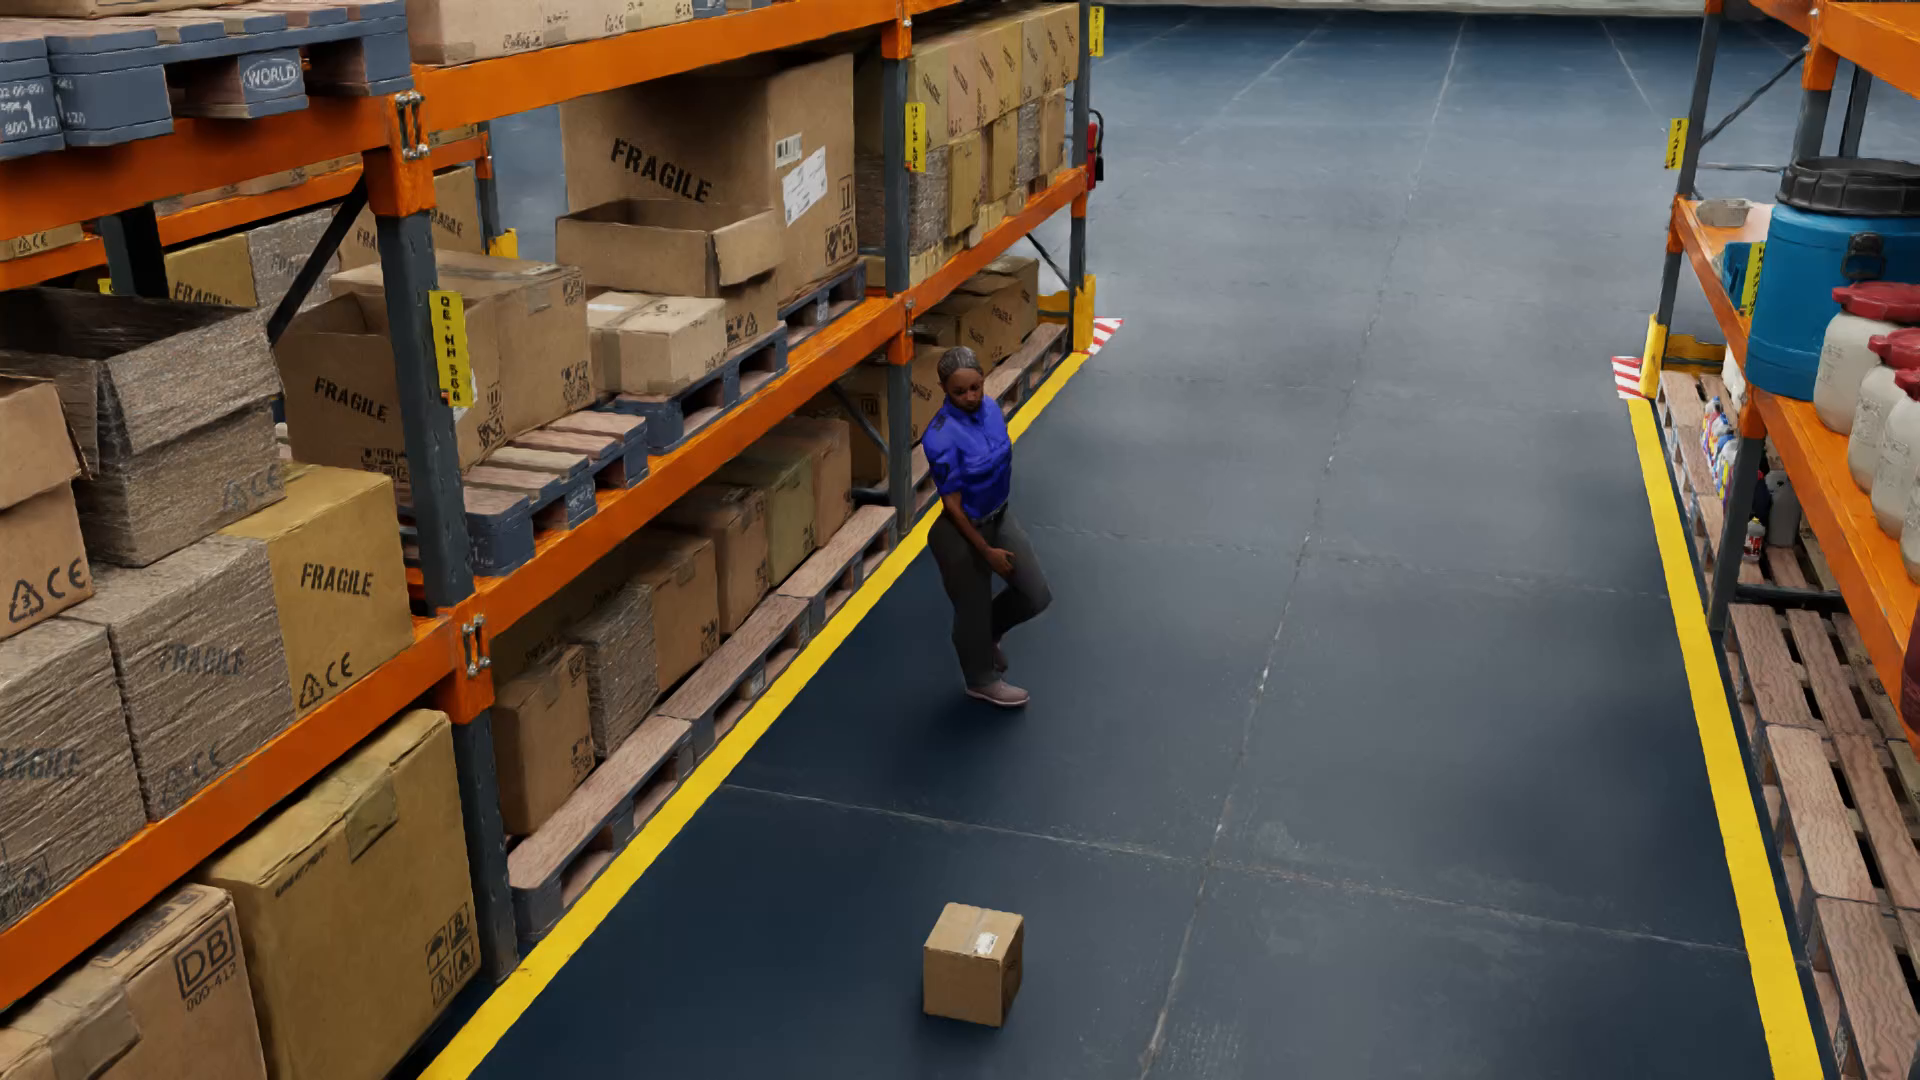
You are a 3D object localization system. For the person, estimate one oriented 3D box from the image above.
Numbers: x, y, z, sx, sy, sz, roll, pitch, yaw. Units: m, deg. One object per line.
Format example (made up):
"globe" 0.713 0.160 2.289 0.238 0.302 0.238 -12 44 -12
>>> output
"person" 0.084 -0.048 6.641 0.427 1.559 0.589 16 27 35
